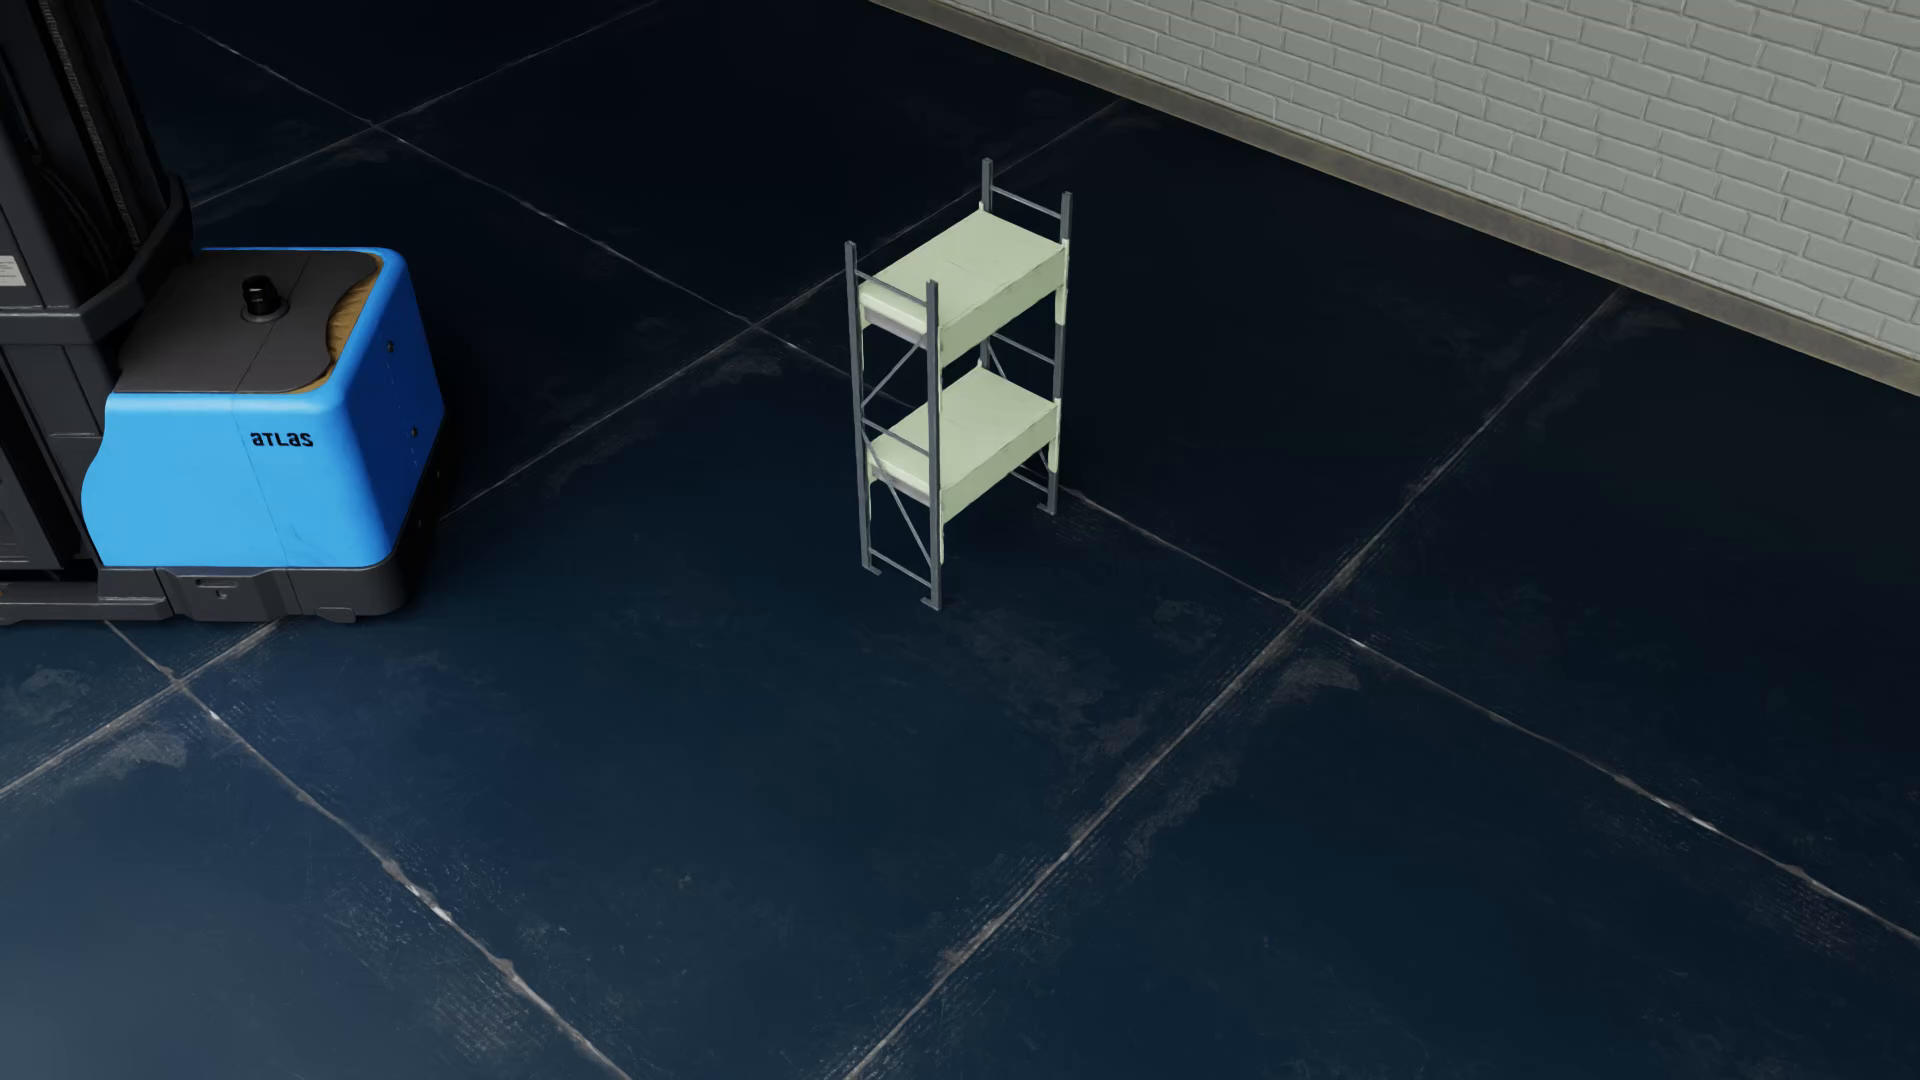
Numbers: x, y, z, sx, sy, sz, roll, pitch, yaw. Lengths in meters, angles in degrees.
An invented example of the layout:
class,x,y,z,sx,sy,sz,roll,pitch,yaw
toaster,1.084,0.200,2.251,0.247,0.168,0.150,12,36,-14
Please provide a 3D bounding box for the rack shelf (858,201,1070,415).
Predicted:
class,x,y,z,sx,sy,sz,roll,pitch,yaw
rack shelf,0.004,-0.847,5.987,0.431,0.370,0.720,29,50,28

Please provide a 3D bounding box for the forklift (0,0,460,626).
class,x,y,z,sx,sy,sz,roll,pitch,yaw
forklift,-3.630,-1.104,5.786,3.031,2.935,1.130,0,42,0

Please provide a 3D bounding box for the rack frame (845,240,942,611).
class,x,y,z,sx,sy,sz,roll,pitch,yaw
rack frame,-0.231,-0.370,6.042,0.400,1.500,0.023,29,50,28

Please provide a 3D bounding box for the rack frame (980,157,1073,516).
class,x,y,z,sx,sy,sz,roll,pitch,yaw
rack frame,0.240,-0.747,6.457,0.400,1.500,0.023,29,50,28

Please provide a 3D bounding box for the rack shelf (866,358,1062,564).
class,x,y,z,sx,sy,sz,roll,pitch,yaw
rack shelf,0.004,-0.317,6.469,0.431,0.370,0.720,29,50,28

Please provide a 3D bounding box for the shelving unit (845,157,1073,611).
class,x,y,z,sx,sy,sz,roll,pitch,yaw
shelving unit,0.004,-0.558,6.249,0.431,1.500,0.755,29,50,28
